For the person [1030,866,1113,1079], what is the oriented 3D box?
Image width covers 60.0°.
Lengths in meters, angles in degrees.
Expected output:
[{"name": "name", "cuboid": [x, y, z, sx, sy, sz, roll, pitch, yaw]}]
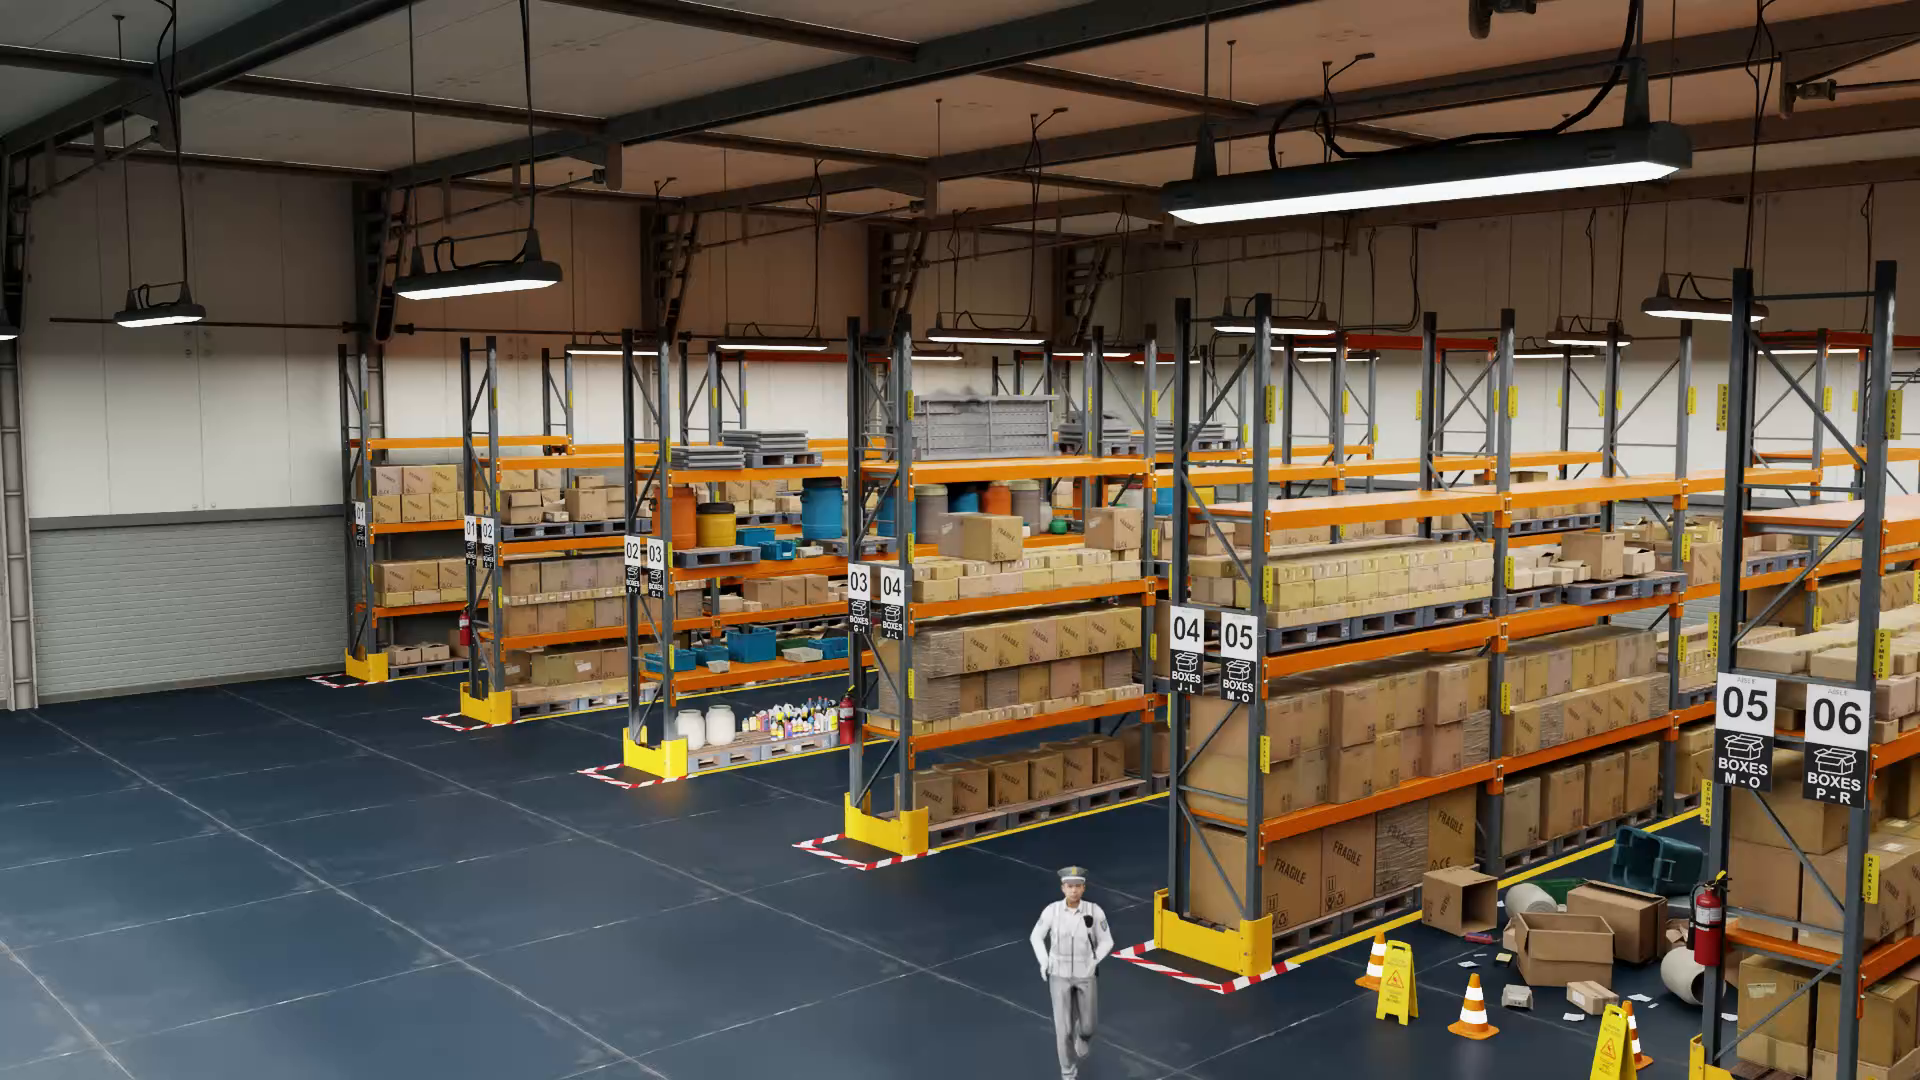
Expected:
[{"name": "person", "cuboid": [0.832, 3.229, 12.410, 0.620, 1.653, 0.698, 0, 5, 2]}]
